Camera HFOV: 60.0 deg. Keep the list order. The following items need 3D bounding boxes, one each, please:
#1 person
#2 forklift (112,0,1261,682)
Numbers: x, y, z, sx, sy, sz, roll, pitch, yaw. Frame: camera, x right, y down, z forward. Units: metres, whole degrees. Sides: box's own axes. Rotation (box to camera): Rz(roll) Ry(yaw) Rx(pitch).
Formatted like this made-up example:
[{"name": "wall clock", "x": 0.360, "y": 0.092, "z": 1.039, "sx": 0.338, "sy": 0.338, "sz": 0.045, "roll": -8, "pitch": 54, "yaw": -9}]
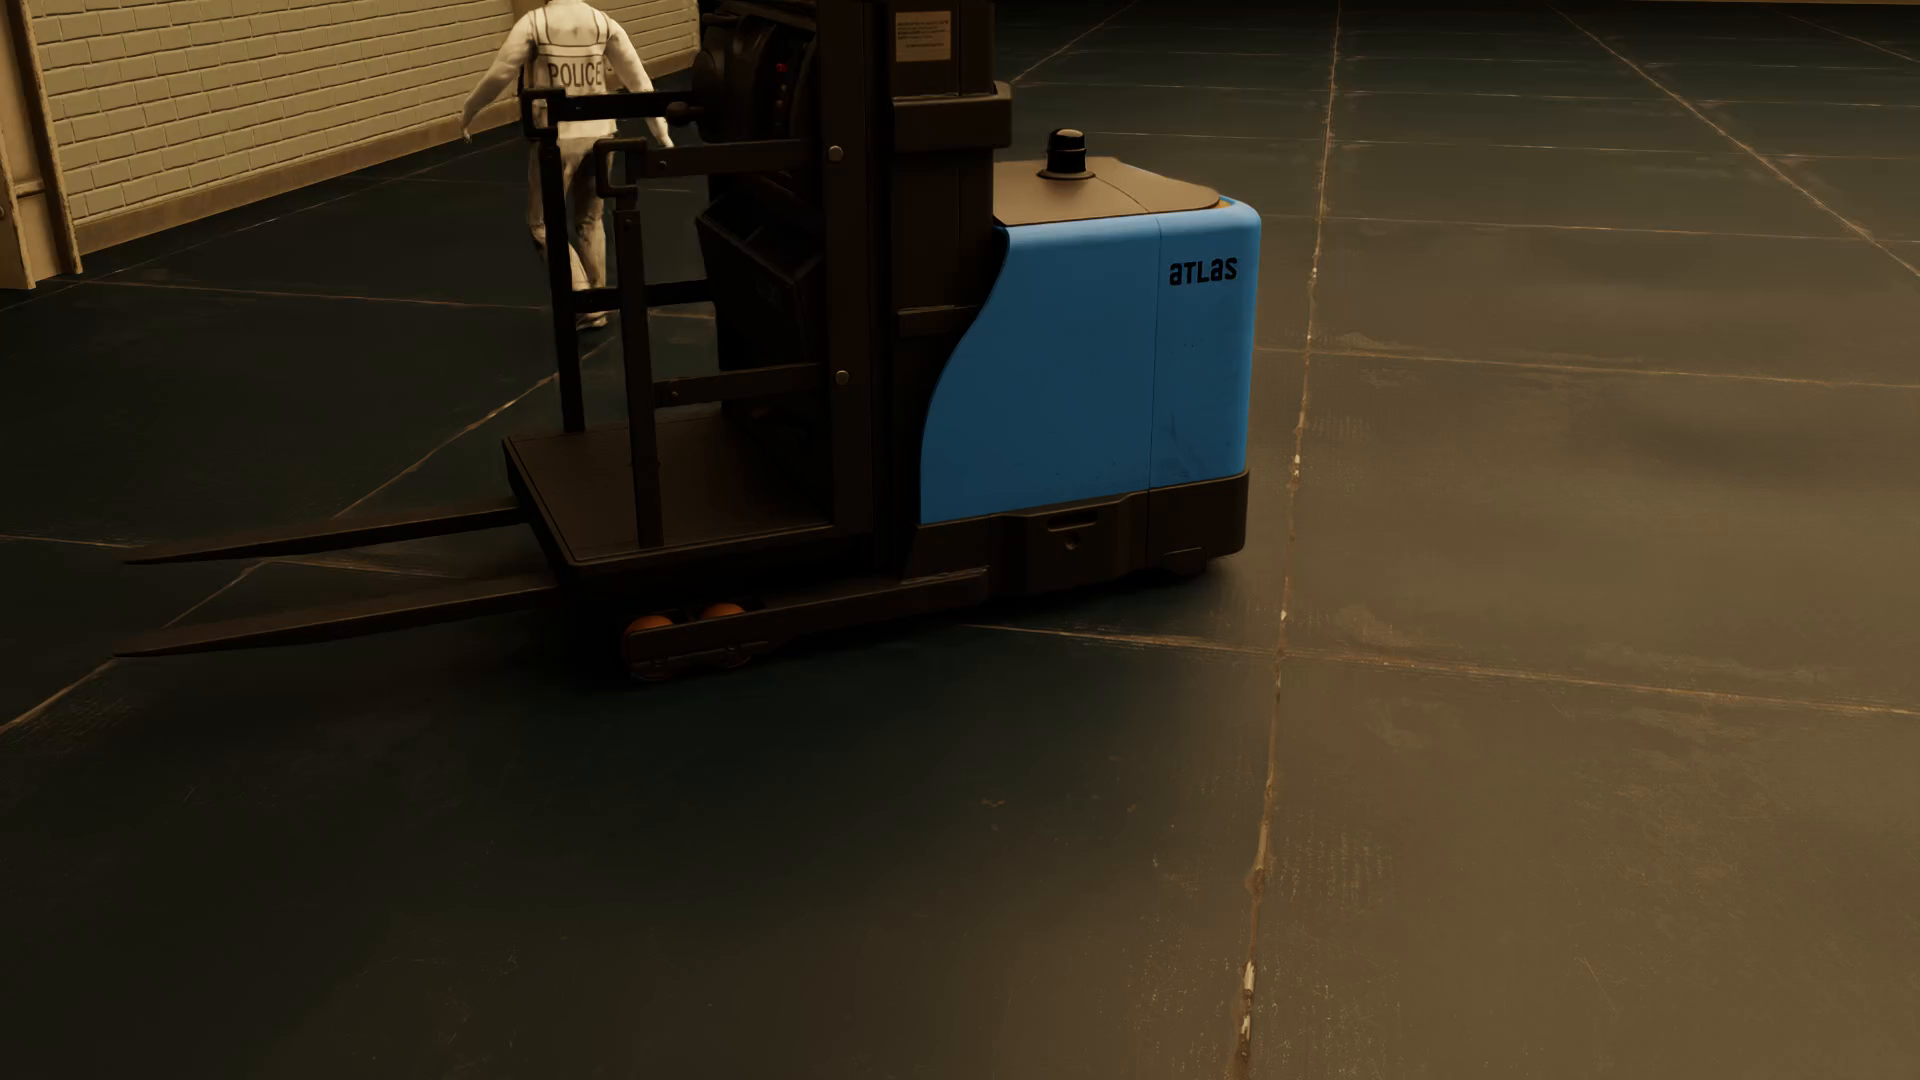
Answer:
[{"name": "person", "x": -1.649, "y": -1.689, "z": 7.122, "sx": 0.787, "sy": 1.652, "sz": 0.653, "roll": -17, "pitch": 27, "yaw": -35}, {"name": "forklift", "x": -0.722, "y": -1.220, "z": 4.259, "sx": 3.031, "sy": 2.935, "sz": 1.130, "roll": -9, "pitch": 24, "yaw": -21}]
